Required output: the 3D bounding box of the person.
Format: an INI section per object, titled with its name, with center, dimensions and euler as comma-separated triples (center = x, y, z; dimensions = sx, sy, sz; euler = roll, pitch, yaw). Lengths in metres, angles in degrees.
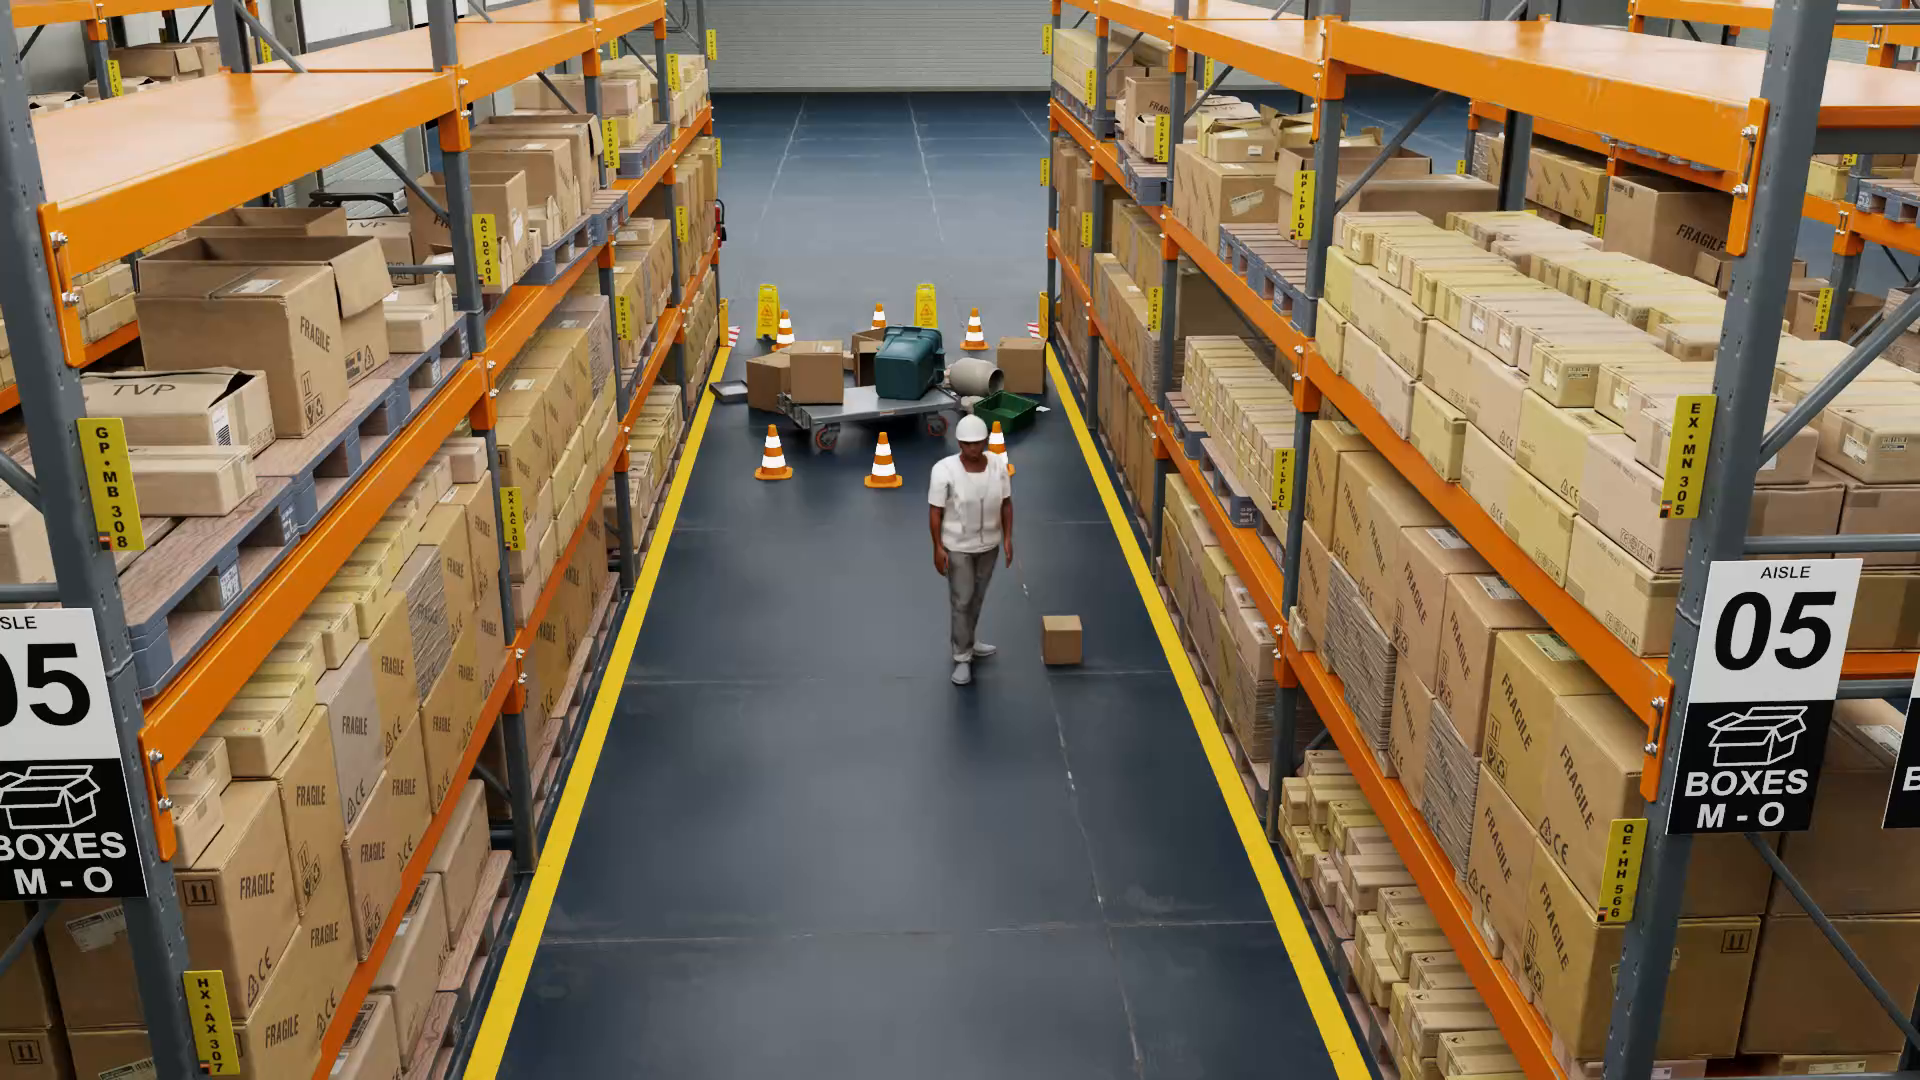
[person]
center = 0.075, 0.038, 10.929
dimensions = 0.576, 1.770, 0.543
euler = -10, 22, -25
